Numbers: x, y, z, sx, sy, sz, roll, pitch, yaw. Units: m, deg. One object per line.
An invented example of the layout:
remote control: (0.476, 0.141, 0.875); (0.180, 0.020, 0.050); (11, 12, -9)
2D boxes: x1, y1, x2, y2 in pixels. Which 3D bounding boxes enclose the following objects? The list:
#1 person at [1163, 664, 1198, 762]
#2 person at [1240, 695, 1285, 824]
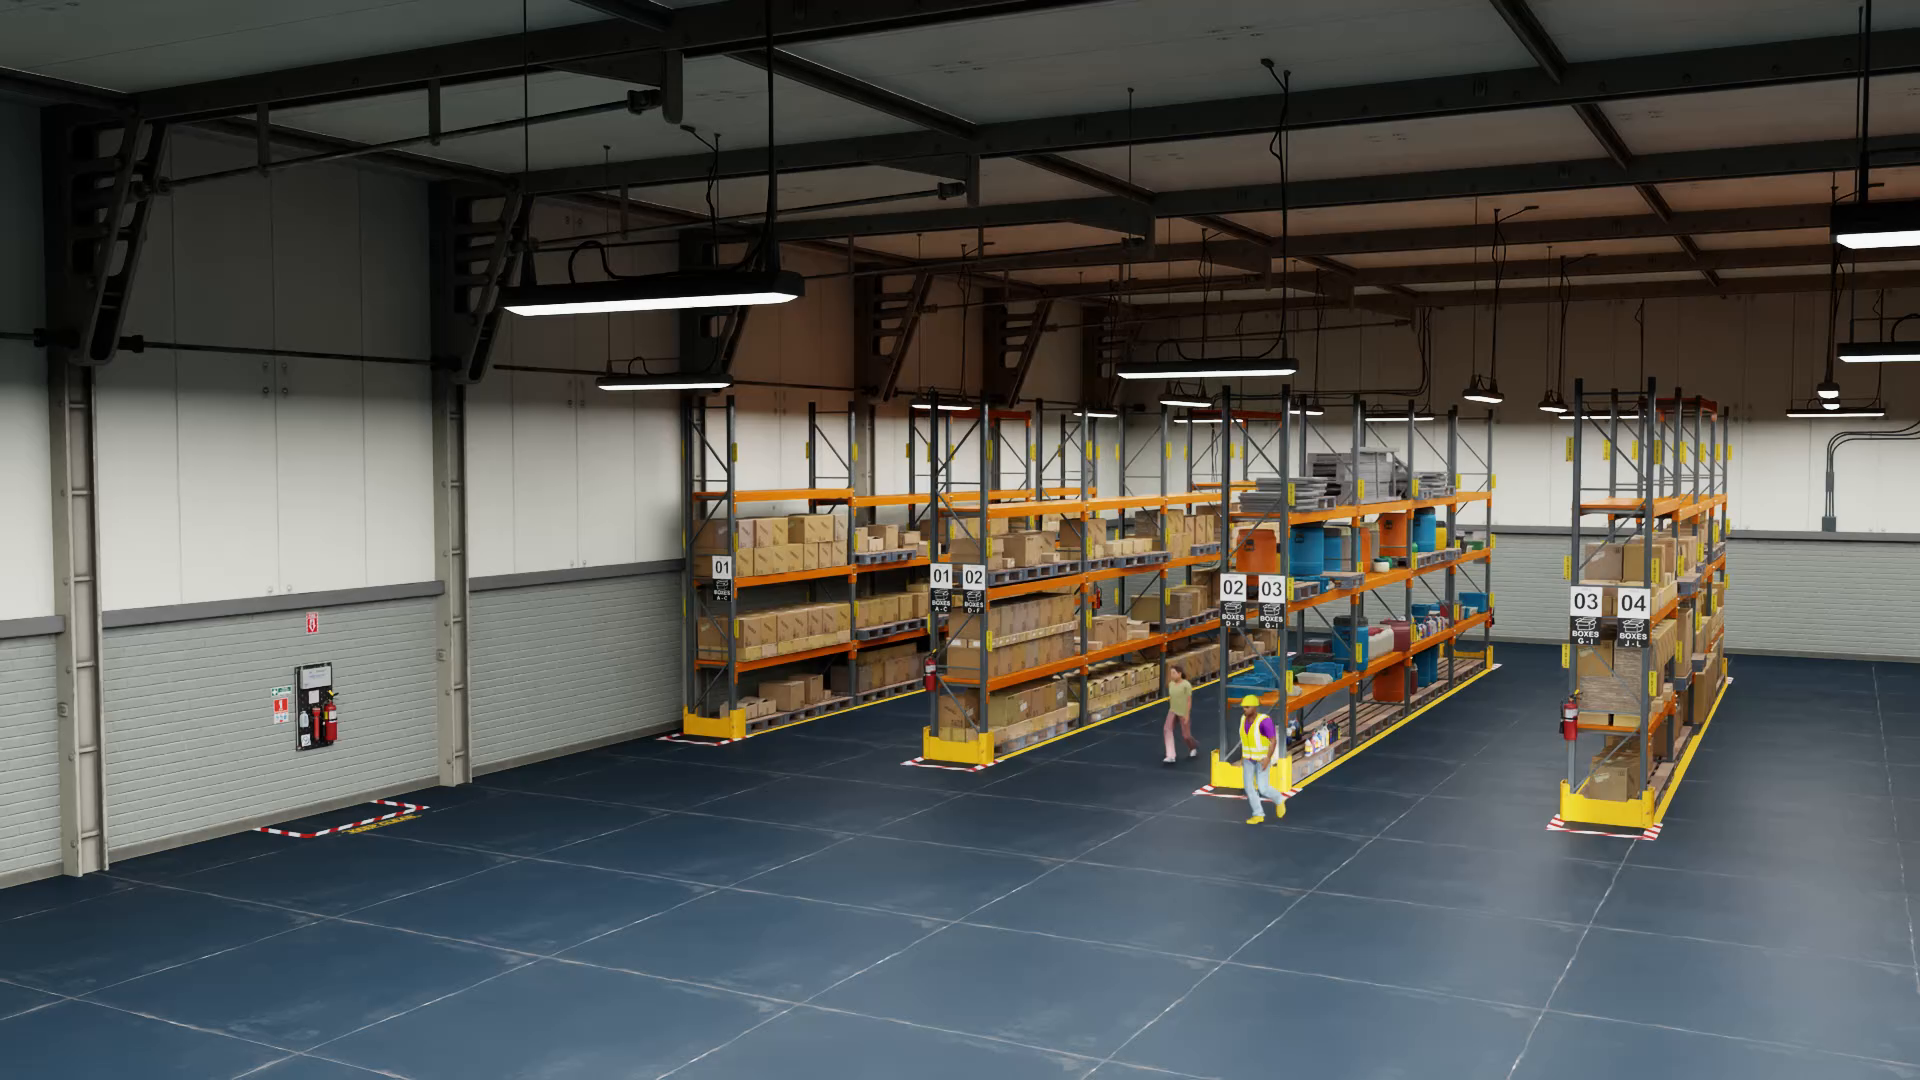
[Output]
person: (3.559, 2.798, 27.005); (0.444, 1.557, 1.019); (2, 4, 33)
person: (4.084, 2.951, 22.549); (0.717, 1.732, 0.630); (-3, 4, -41)
